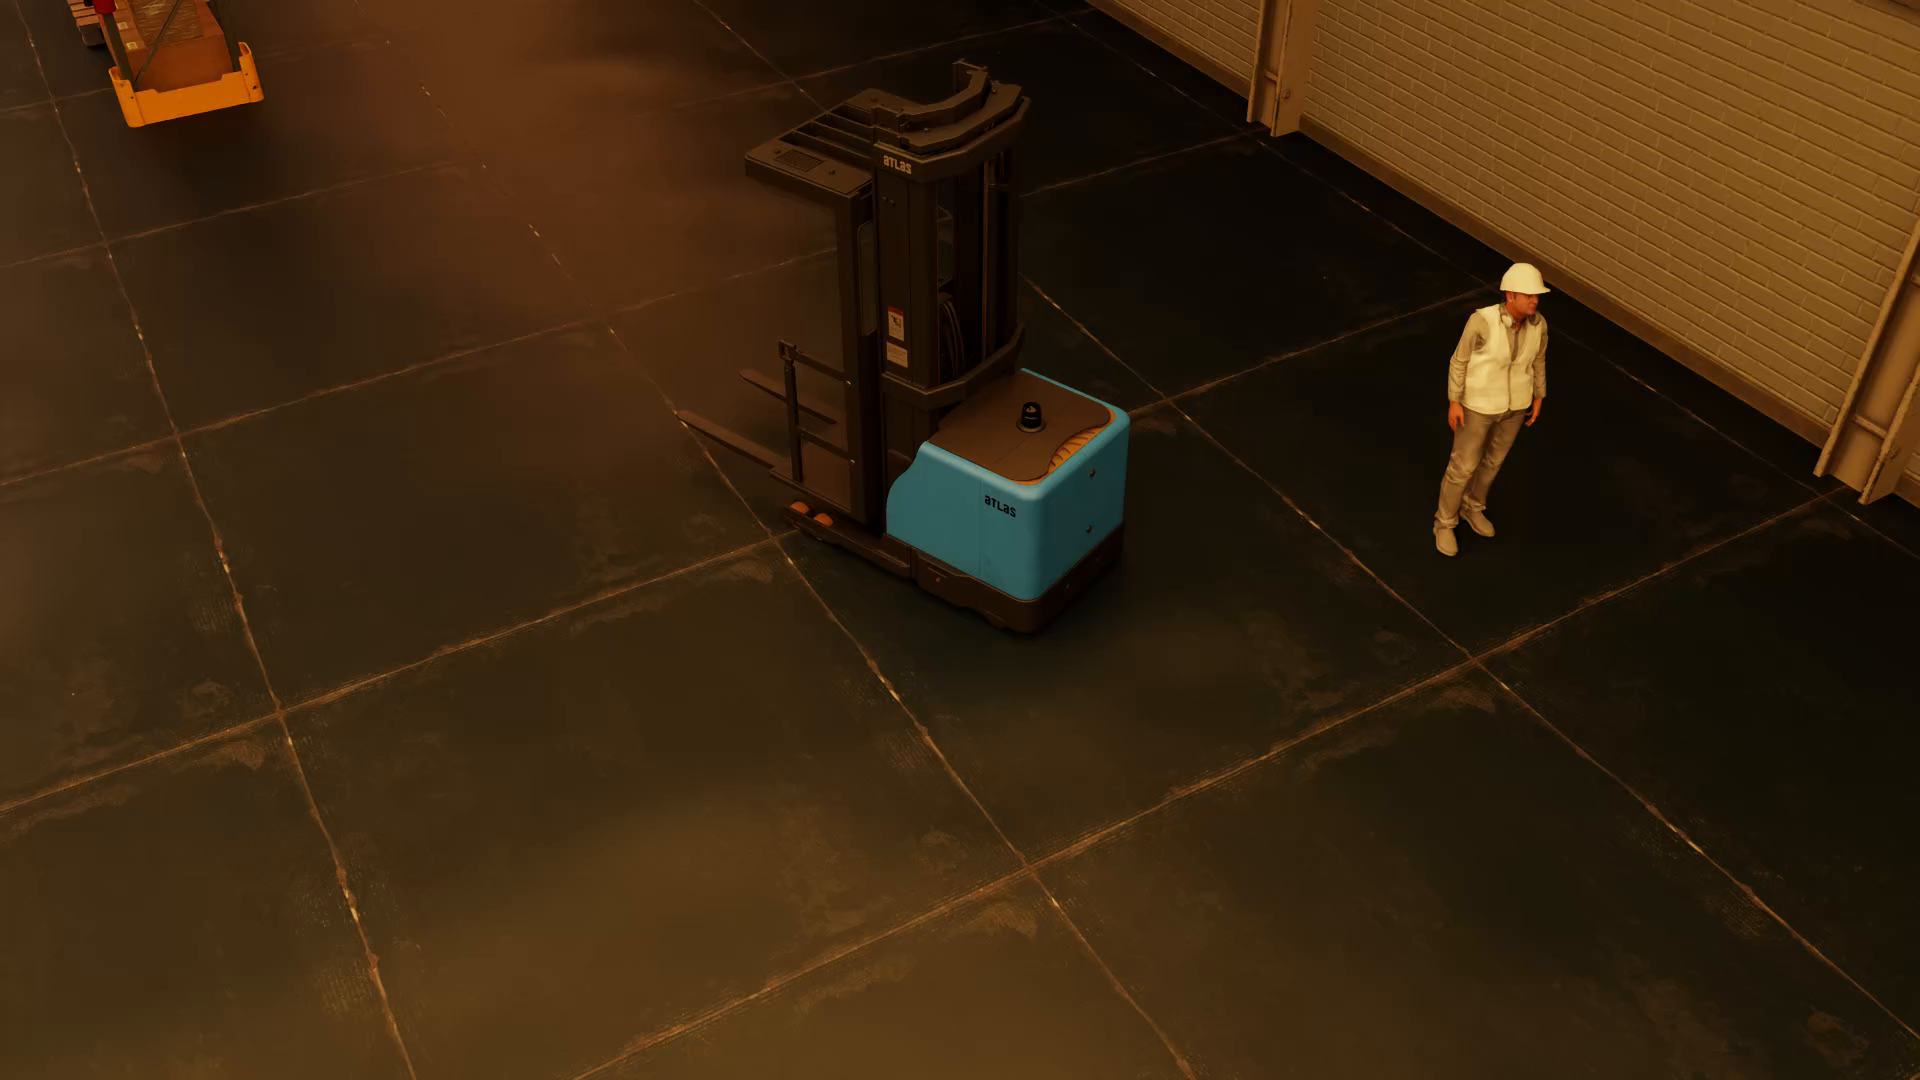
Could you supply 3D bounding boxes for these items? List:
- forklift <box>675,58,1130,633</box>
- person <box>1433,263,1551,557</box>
[{"bbox_3d":[-0.481,-1.366,9.683,3.031,2.935,1.130,26,46,28],"label":"forklift"},{"bbox_3d":[3.199,-0.782,9.874,0.630,1.773,0.570,-9,40,-10],"label":"person"}]
